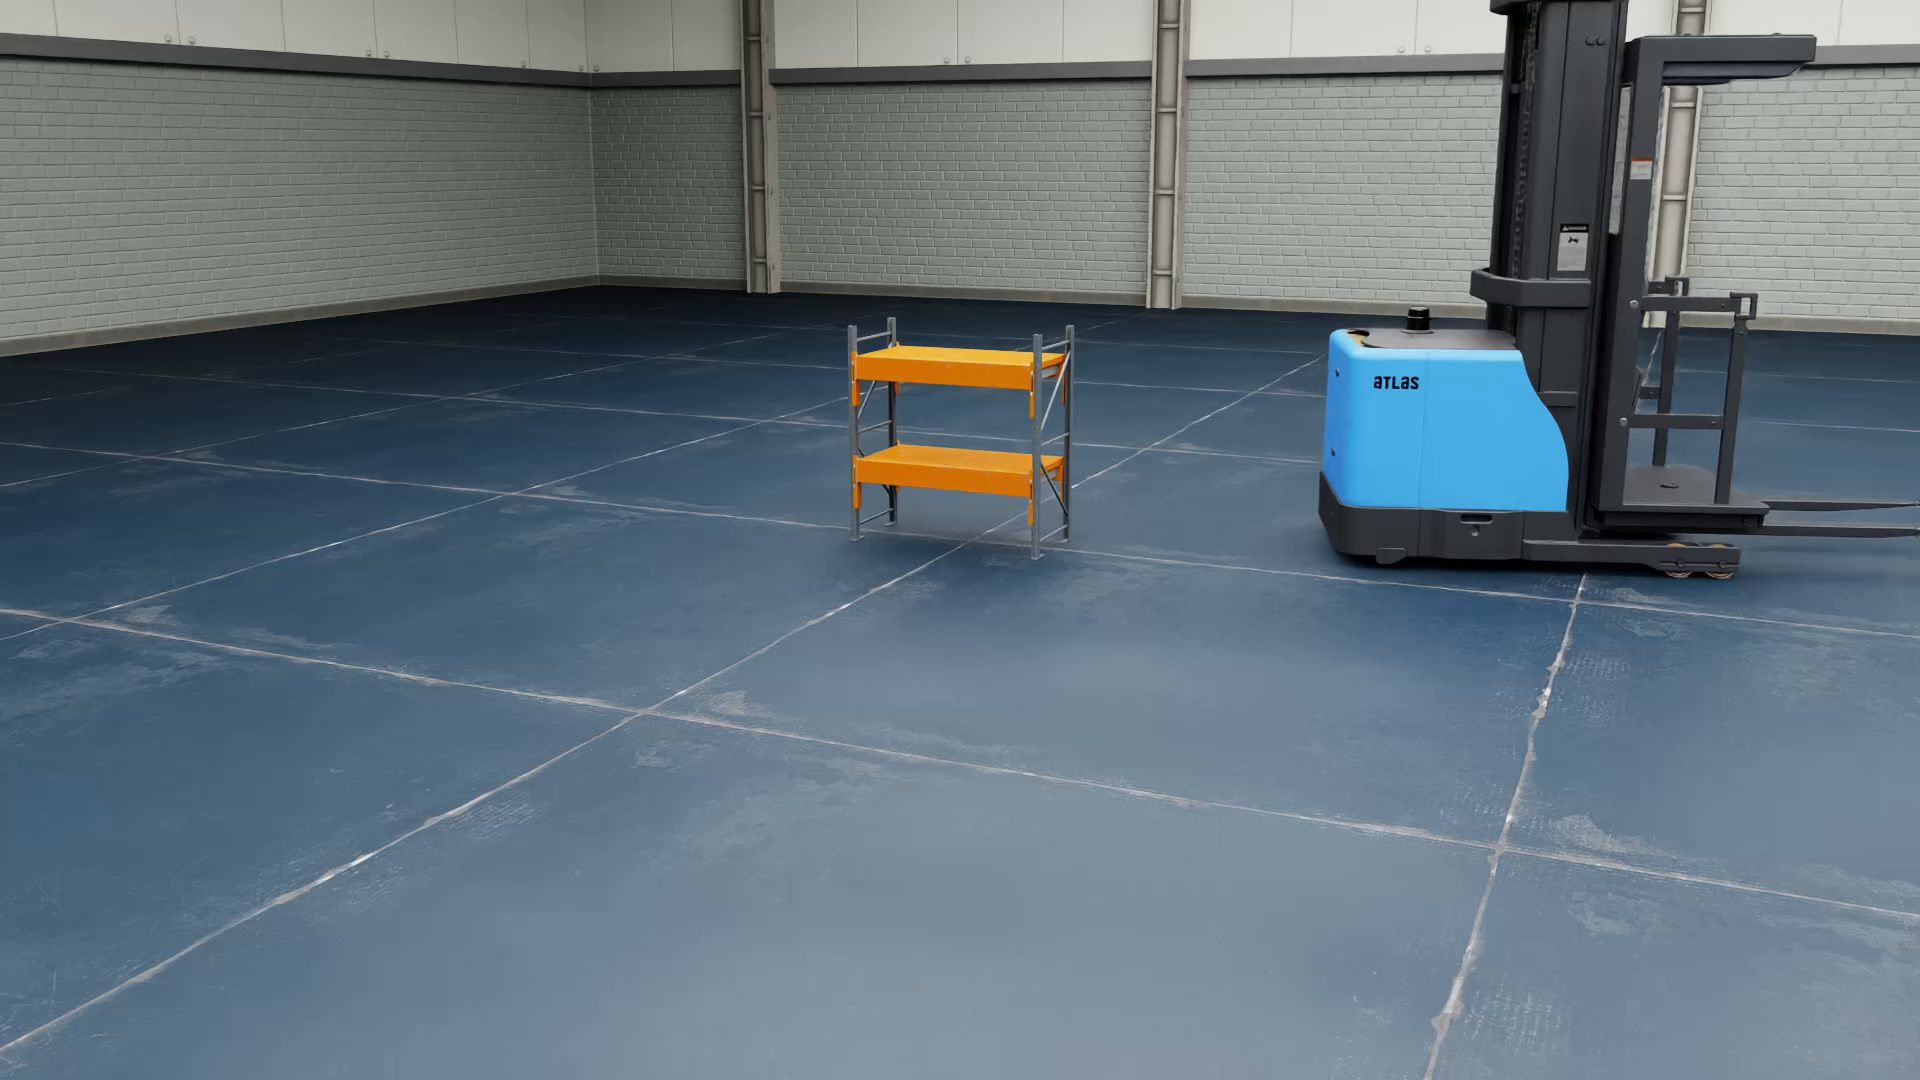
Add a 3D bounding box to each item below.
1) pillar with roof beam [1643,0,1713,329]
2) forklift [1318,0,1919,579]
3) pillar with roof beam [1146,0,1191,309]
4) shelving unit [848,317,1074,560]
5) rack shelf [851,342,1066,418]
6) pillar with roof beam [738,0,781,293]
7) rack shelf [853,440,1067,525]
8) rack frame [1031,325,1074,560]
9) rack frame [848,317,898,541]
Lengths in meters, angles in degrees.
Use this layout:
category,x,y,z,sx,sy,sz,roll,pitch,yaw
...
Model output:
category,x,y,z,sx,sy,sz,roll,pitch,yaw
pillar with roof beam,6.397,-5.954,14.432,0.400,9.000,9.100,6,14,23
forklift,3.412,-1.368,8.168,3.031,2.935,1.130,1,13,6
pillar with roof beam,0.911,-6.510,16.798,0.400,9.000,9.100,6,14,23
shelving unit,0.006,-0.547,8.624,1.048,1.125,0.538,6,14,23
rack shelf,0.006,-0.832,8.557,1.000,0.278,0.538,6,14,23
pillar with roof beam,-4.575,-7.065,19.164,0.400,9.000,9.100,6,14,23
rack shelf,0.006,-0.309,8.680,1.000,0.278,0.538,6,14,23
rack frame,0.471,-0.500,8.423,0.032,1.125,0.500,6,14,23
rack frame,-0.459,-0.594,8.824,0.032,1.125,0.500,6,14,23
